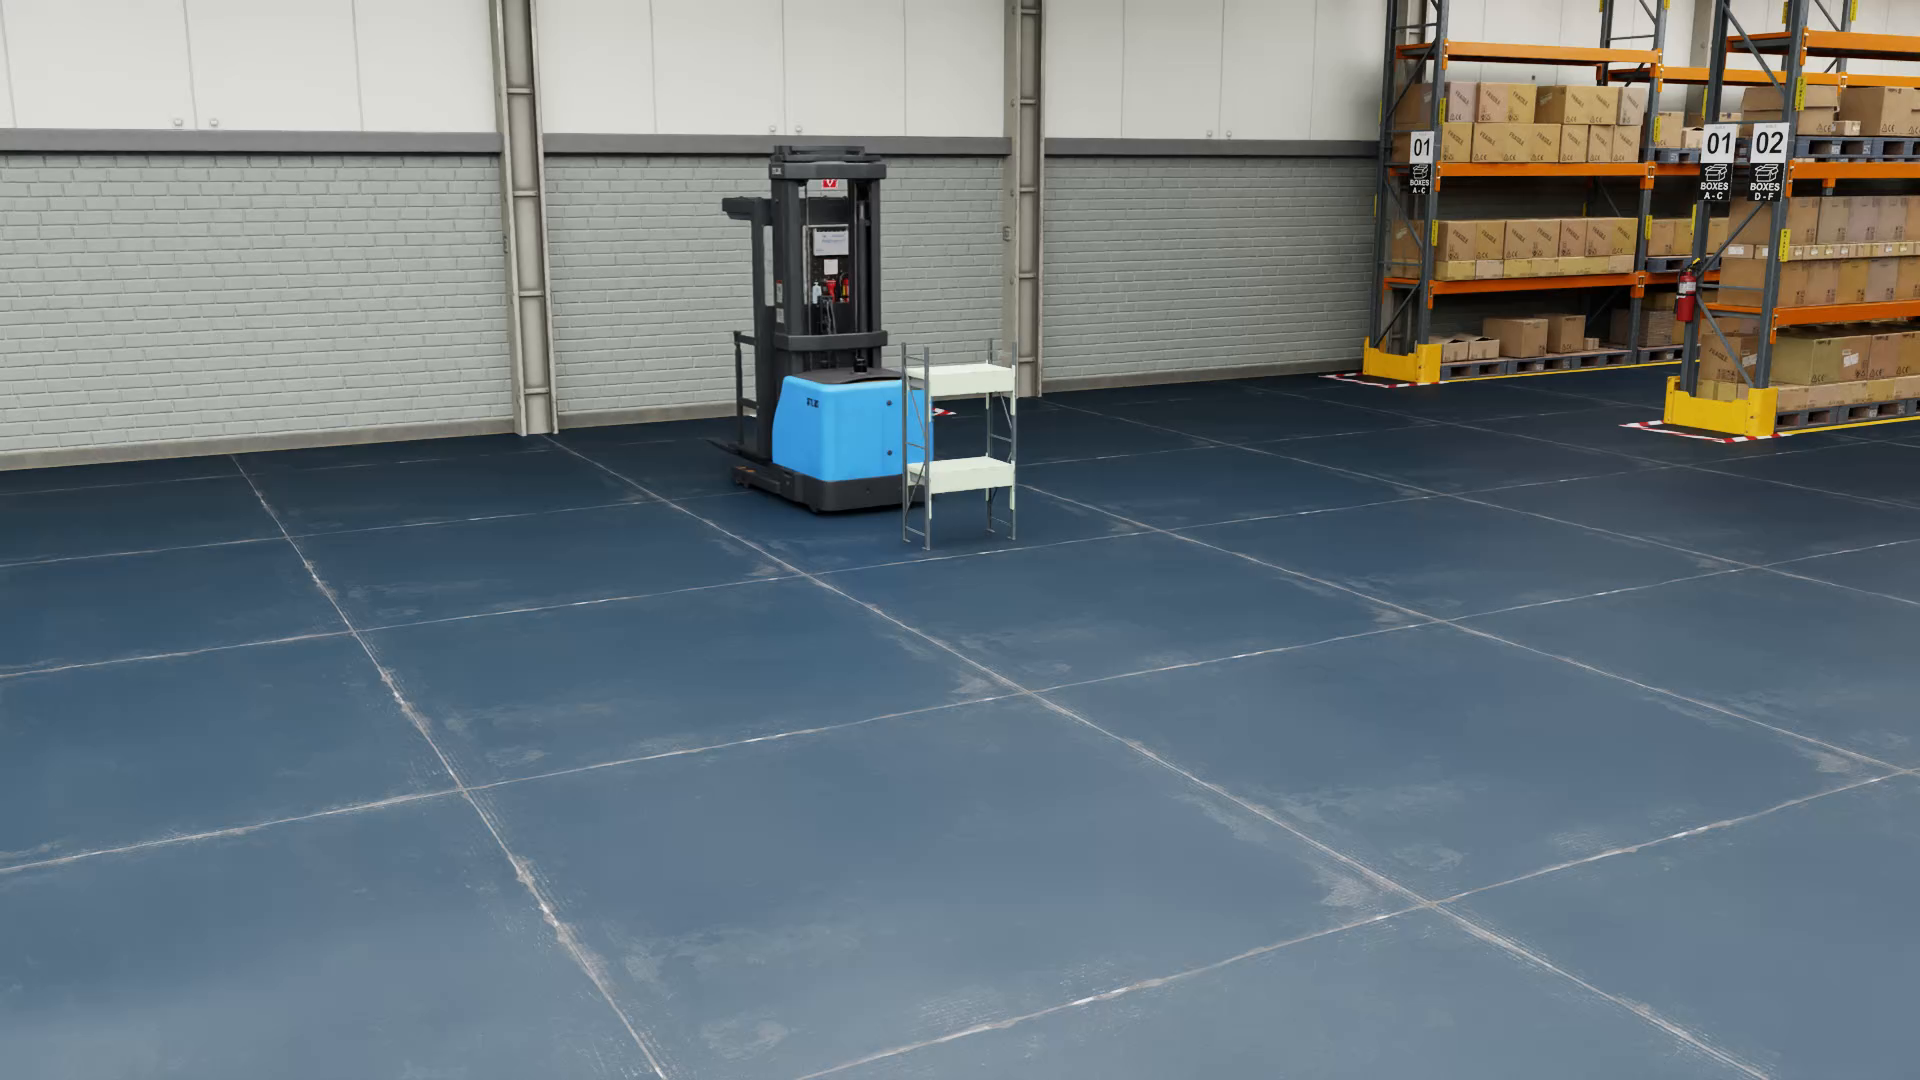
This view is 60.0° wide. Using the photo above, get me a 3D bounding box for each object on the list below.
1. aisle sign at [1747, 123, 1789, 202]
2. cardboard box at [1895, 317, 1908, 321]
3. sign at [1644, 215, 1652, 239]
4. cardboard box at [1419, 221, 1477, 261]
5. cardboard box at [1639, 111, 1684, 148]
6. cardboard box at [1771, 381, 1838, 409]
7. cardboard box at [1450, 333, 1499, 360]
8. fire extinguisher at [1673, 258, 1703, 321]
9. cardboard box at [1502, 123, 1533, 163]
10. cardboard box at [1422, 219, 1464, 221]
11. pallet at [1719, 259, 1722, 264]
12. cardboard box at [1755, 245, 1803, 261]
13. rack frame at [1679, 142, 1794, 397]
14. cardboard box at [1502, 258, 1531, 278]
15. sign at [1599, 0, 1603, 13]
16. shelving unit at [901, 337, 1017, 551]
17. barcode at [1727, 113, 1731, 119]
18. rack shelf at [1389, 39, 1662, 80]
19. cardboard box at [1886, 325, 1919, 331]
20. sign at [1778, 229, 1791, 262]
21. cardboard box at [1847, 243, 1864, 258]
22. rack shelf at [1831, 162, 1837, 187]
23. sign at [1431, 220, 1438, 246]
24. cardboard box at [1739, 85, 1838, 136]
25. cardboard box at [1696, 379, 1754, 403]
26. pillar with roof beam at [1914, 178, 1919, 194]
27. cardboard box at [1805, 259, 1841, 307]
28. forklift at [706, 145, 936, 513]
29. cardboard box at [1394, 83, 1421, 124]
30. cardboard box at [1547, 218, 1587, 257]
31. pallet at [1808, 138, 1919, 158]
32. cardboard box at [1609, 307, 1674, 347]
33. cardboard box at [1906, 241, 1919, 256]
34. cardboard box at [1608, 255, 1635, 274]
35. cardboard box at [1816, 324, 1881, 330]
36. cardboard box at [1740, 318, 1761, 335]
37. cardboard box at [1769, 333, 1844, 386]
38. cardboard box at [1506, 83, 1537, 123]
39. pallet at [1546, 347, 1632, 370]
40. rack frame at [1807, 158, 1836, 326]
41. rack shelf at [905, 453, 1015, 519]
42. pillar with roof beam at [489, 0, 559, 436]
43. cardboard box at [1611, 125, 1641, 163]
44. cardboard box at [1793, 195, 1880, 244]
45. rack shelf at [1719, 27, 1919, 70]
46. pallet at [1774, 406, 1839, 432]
[{"bbox_3d":[8.295,-3.876,17.079,0.004,0.787,0.394,-7,14,-28],"label":"aisle sign"},{"bbox_3d":[15.074,-3.859,26.864,0.750,0.750,0.750,-6,14,-26],"label":"cardboard box"},{"bbox_3d":[9.606,-4.367,23.211,0.005,0.325,0.100,-7,14,-28],"label":"sign"},{"bbox_3d":[6.392,-3.923,21.795,0.500,0.500,0.500,-7,14,-28],"label":"cardboard box"},{"bbox_3d":[9.858,-5.808,23.568,0.500,0.500,0.500,-5,13,-20],"label":"cardboard box"},{"bbox_3d":[9.220,-1.604,18.210,0.500,0.250,0.500,-7,14,-28],"label":"cardboard box"},{"bbox_3d":[6.979,-2.646,22.657,0.500,0.311,0.500,-6,14,-23],"label":"cardboard box"},{"bbox_3d":[7.879,-2.713,18.009,0.183,0.674,0.296,-7,14,-28],"label":"fire extinguisher"},{"bbox_3d":[7.184,-5.242,21.964,0.500,0.500,0.500,-6,14,-25],"label":"cardboard box"},{"bbox_3d":[6.587,-4.072,22.459,0.500,0.500,0.500,-7,14,-27],"label":"cardboard box"},{"bbox_3d":[12.276,-4.280,25.234,1.003,0.211,1.213,-7,14,-28],"label":"pallet"},{"bbox_3d":[8.653,-3.039,17.574,0.250,0.149,0.380,-7,14,-28],"label":"cardboard box"},{"bbox_3d":[8.205,-2.674,17.657,0.127,3.000,1.000,-7,14,-28],"label":"rack frame"},{"bbox_3d":[7.308,-3.664,22.356,0.500,0.250,0.500,-7,15,-29],"label":"cardboard box"},{"bbox_3d":[9.069,-7.615,23.461,0.005,0.325,0.100,-7,14,-28],"label":"sign"},{"bbox_3d":[-0.006,-0.731,12.441,0.755,1.500,0.431,-7,14,-28],"label":"shelving unit"},{"bbox_3d":[8.239,-4.545,17.819,0.075,0.075,0.001,-7,14,-28],"label":"barcode"},{"bbox_3d":[7.584,-6.413,22.253,4.000,0.370,1.077,-7,14,-28],"label":"rack shelf"},{"bbox_3d":[10.970,-2.182,19.073,0.500,0.500,0.500,-7,14,-28],"label":"cardboard box"},{"bbox_3d":[8.466,-3.027,17.076,0.005,0.325,0.100,-7,14,-28],"label":"sign"},{"bbox_3d":[9.558,-3.148,18.058,0.250,0.149,0.380,-7,15,-30],"label":"cardboard box"},{"bbox_3d":[14.606,-5.792,26.322,4.000,0.370,1.077,-7,14,-28],"label":"rack shelf"},{"bbox_3d":[6.089,-3.946,21.338,0.005,0.325,0.100,-7,14,-28],"label":"sign"},{"bbox_3d":[8.712,-4.520,17.520,0.637,0.503,0.797,-6,14,-24],"label":"cardboard box"},{"bbox_3d":[8.535,-1.650,18.417,0.500,0.250,0.500,-7,14,-28],"label":"cardboard box"},{"bbox_3d":[18.624,-7.228,24.230,0.400,9.000,9.100,-7,14,-28],"label":"pillar with roof beam"},{"bbox_3d":[9.080,-2.825,18.103,0.500,0.500,0.700,-6,14,-26],"label":"cardboard box"},{"bbox_3d":[-1.378,-1.928,14.502,1.130,2.935,3.031,-7,15,-29],"label":"forklift"},{"bbox_3d":[6.082,-5.733,21.871,0.500,0.500,0.500,-6,14,-25],"label":"cardboard box"},{"bbox_3d":[8.190,-4.137,22.749,0.500,0.500,0.500,-7,15,-29],"label":"cardboard box"},{"bbox_3d":[9.911,-4.292,18.220,1.213,0.211,1.003,-7,14,-28],"label":"pallet"},{"bbox_3d":[9.978,-3.124,24.352,0.500,0.500,0.700,-6,14,-26],"label":"cardboard box"},{"bbox_3d":[10.465,-3.257,18.542,0.250,0.149,0.380,-6,14,-26],"label":"cardboard box"},{"bbox_3d":[9.069,-3.877,23.301,0.500,0.250,0.500,-7,14,-28],"label":"cardboard box"},{"bbox_3d":[10.282,-2.230,19.285,0.500,0.500,0.500,-7,14,-28],"label":"cardboard box"},{"bbox_3d":[11.736,-3.347,25.341,0.500,0.500,0.700,-7,14,-28],"label":"cardboard box"},{"bbox_3d":[9.221,-1.969,18.126,0.500,0.500,0.500,-7,14,-28],"label":"cardboard box"},{"bbox_3d":[7.192,-5.730,21.858,0.500,0.500,0.500,-6,14,-26],"label":"cardboard box"},{"bbox_3d":[8.767,-2.611,23.729,1.213,0.211,1.003,-7,14,-28],"label":"pallet"},{"bbox_3d":[12.851,-4.470,25.637,0.127,3.000,1.000,-7,14,-28],"label":"rack frame"},{"bbox_3d":[-0.006,-0.413,12.513,0.720,0.370,0.431,-7,14,-28],"label":"rack shelf"},{"bbox_3d":[-2.442,-4.703,13.011,0.400,9.000,9.100,-7,14,-28],"label":"pillar with roof beam"},{"bbox_3d":[9.013,-5.470,22.976,0.500,0.500,0.500,-6,14,-26],"label":"cardboard box"},{"bbox_3d":[9.569,-3.517,18.223,0.500,0.500,0.700,-7,14,-28],"label":"cardboard box"},{"bbox_3d":[9.961,-5.265,18.057,4.000,0.370,1.077,-7,14,-28],"label":"rack shelf"},{"bbox_3d":[8.857,-1.402,18.357,1.213,0.211,1.003,-7,14,-28],"label":"pallet"}]
